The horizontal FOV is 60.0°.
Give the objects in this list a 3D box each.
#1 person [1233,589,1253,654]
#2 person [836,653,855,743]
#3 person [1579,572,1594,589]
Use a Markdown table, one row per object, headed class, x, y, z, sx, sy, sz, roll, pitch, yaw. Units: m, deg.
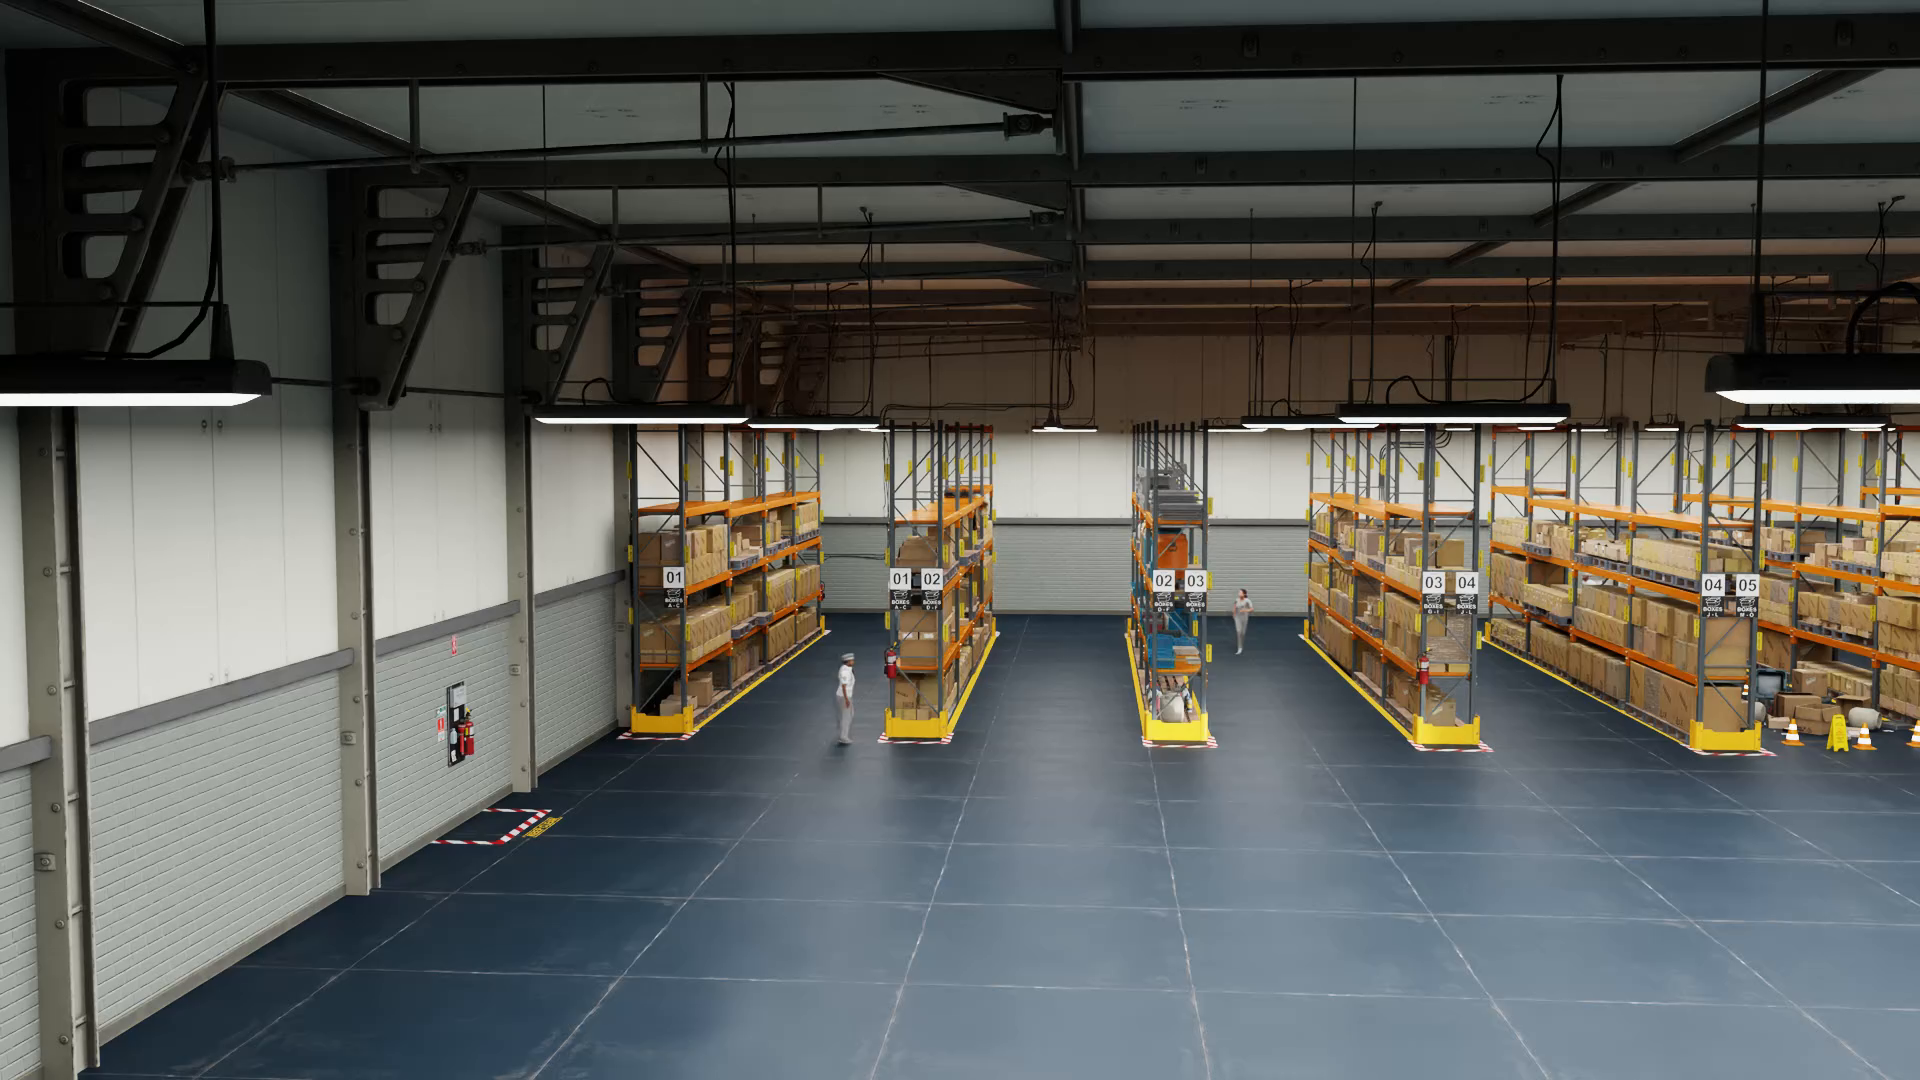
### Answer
| class | x | y | z | sx | sy | sz | roll | pitch | yaw |
| --- | --- | --- | --- | --- | --- | --- | --- | --- | --- |
| person | 7.425 | 2.104 | 43.621 | 0.494 | 1.644 | 0.997 | 0 | 4 | 2 |
| person | -2.133 | 2.970 | 30.995 | 0.362 | 1.738 | 0.540 | 0 | 4 | 1 |
| person | 18.449 | 1.760 | 48.889 | 0.912 | 1.731 | 0.611 | 0 | 4 | -6 |
